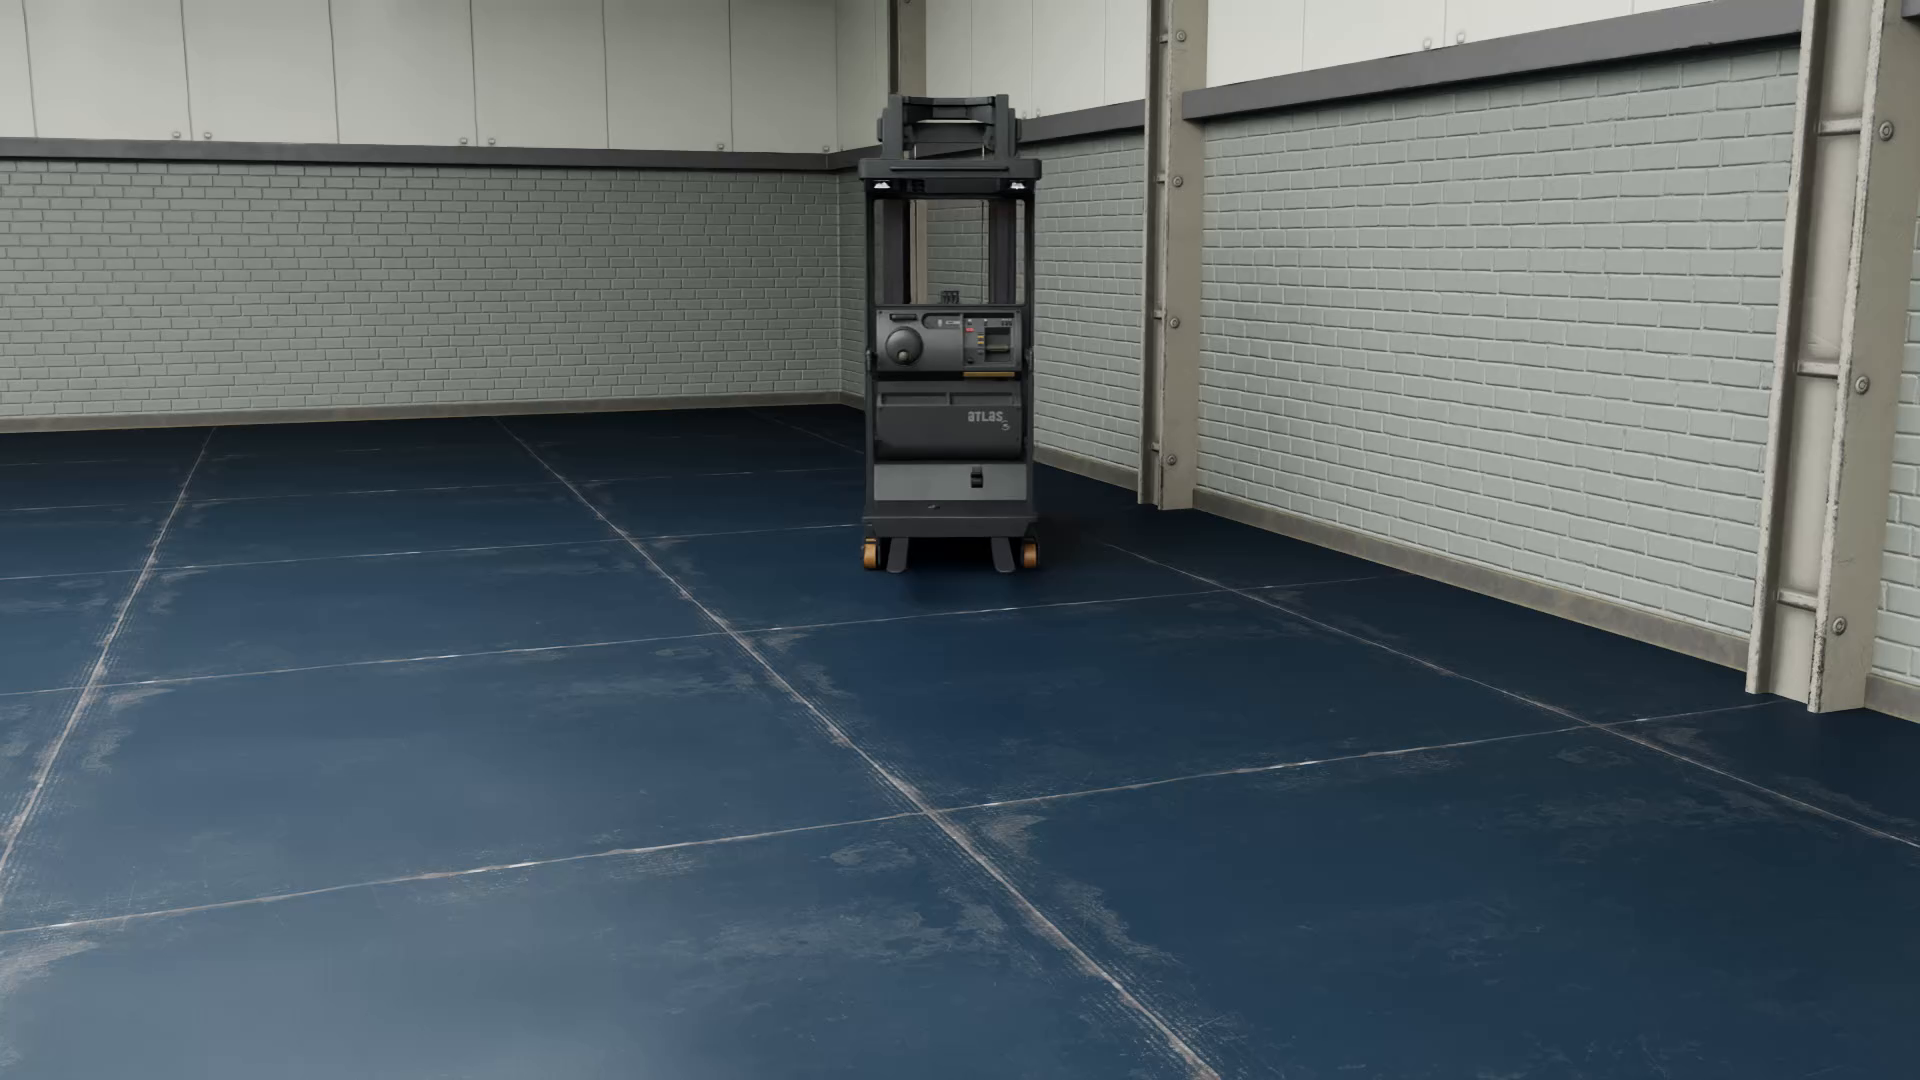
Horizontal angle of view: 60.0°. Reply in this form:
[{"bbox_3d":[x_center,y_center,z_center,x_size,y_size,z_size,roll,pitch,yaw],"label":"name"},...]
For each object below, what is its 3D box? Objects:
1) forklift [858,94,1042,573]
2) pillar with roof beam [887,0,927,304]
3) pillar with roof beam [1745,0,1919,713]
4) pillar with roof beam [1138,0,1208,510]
[{"bbox_3d":[-0.064,-1.313,10.432,1.130,2.935,3.031,0,10,-1],"label":"forklift"},{"bbox_3d":[-4.579,-5.407,16.124,9.100,9.000,0.400,-4,11,-21],"label":"pillar with roof beam"},{"bbox_3d":[-0.230,-3.449,5.112,9.100,9.000,0.400,-4,11,-21],"label":"pillar with roof beam"},{"bbox_3d":[-2.404,-4.428,10.618,9.100,9.000,0.400,-4,11,-21],"label":"pillar with roof beam"}]
